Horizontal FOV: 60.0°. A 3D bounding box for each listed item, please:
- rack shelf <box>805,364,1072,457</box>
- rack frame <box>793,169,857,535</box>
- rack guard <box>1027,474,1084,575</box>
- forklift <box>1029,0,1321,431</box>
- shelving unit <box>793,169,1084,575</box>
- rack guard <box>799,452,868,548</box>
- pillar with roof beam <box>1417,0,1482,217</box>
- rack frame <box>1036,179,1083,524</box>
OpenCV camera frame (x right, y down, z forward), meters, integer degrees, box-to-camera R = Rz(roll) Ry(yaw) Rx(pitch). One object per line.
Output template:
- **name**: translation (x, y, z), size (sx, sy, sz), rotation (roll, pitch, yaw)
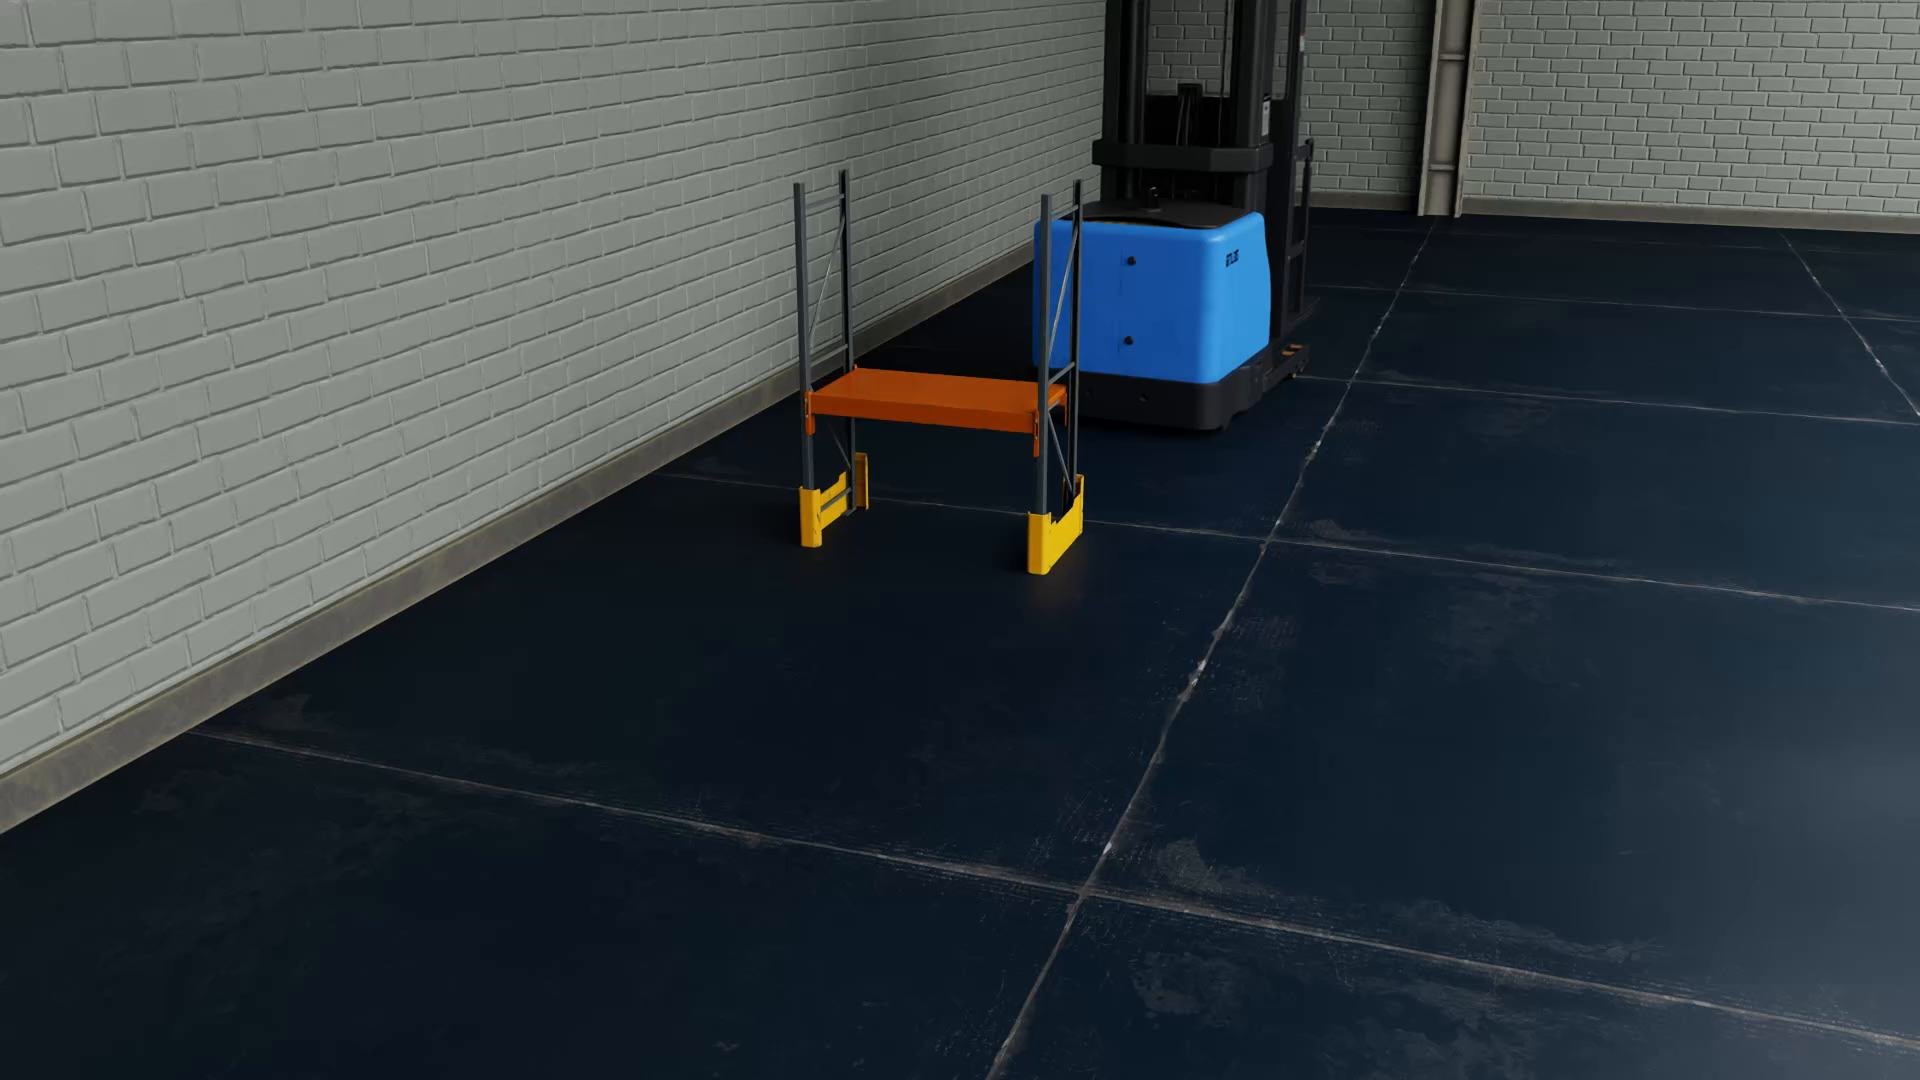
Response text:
- **rack shelf**: translation (-0.081, -0.548, 6.915), size (1.000, 0.185, 0.538), rotation (7, 20, 18)
- **rack frame**: translation (-0.561, -0.772, 7.013), size (0.032, 1.500, 0.500), rotation (7, 20, 18)
- **rack guard**: translation (0.398, -0.072, 6.904), size (0.087, 0.250, 0.587), rotation (7, 20, 18)
- **forklift**: translation (1.446, -2.387, 9.470), size (1.130, 2.935, 3.031), rotation (9, 21, 23)
- **shelving unit**: translation (-0.072, -0.716, 6.853), size (1.083, 1.500, 0.587), rotation (7, 20, 18)
- **rack guard**: translation (-0.542, -0.180, 7.213), size (0.087, 0.250, 0.587), rotation (7, 20, 18)
- **pillar with roof beam**: translation (3.244, -6.077, 10.837), size (0.400, 9.000, 9.100), rotation (7, 20, 18)
- **rack frame**: translation (0.400, -0.663, 6.698), size (0.032, 1.500, 0.500), rotation (7, 20, 18)
